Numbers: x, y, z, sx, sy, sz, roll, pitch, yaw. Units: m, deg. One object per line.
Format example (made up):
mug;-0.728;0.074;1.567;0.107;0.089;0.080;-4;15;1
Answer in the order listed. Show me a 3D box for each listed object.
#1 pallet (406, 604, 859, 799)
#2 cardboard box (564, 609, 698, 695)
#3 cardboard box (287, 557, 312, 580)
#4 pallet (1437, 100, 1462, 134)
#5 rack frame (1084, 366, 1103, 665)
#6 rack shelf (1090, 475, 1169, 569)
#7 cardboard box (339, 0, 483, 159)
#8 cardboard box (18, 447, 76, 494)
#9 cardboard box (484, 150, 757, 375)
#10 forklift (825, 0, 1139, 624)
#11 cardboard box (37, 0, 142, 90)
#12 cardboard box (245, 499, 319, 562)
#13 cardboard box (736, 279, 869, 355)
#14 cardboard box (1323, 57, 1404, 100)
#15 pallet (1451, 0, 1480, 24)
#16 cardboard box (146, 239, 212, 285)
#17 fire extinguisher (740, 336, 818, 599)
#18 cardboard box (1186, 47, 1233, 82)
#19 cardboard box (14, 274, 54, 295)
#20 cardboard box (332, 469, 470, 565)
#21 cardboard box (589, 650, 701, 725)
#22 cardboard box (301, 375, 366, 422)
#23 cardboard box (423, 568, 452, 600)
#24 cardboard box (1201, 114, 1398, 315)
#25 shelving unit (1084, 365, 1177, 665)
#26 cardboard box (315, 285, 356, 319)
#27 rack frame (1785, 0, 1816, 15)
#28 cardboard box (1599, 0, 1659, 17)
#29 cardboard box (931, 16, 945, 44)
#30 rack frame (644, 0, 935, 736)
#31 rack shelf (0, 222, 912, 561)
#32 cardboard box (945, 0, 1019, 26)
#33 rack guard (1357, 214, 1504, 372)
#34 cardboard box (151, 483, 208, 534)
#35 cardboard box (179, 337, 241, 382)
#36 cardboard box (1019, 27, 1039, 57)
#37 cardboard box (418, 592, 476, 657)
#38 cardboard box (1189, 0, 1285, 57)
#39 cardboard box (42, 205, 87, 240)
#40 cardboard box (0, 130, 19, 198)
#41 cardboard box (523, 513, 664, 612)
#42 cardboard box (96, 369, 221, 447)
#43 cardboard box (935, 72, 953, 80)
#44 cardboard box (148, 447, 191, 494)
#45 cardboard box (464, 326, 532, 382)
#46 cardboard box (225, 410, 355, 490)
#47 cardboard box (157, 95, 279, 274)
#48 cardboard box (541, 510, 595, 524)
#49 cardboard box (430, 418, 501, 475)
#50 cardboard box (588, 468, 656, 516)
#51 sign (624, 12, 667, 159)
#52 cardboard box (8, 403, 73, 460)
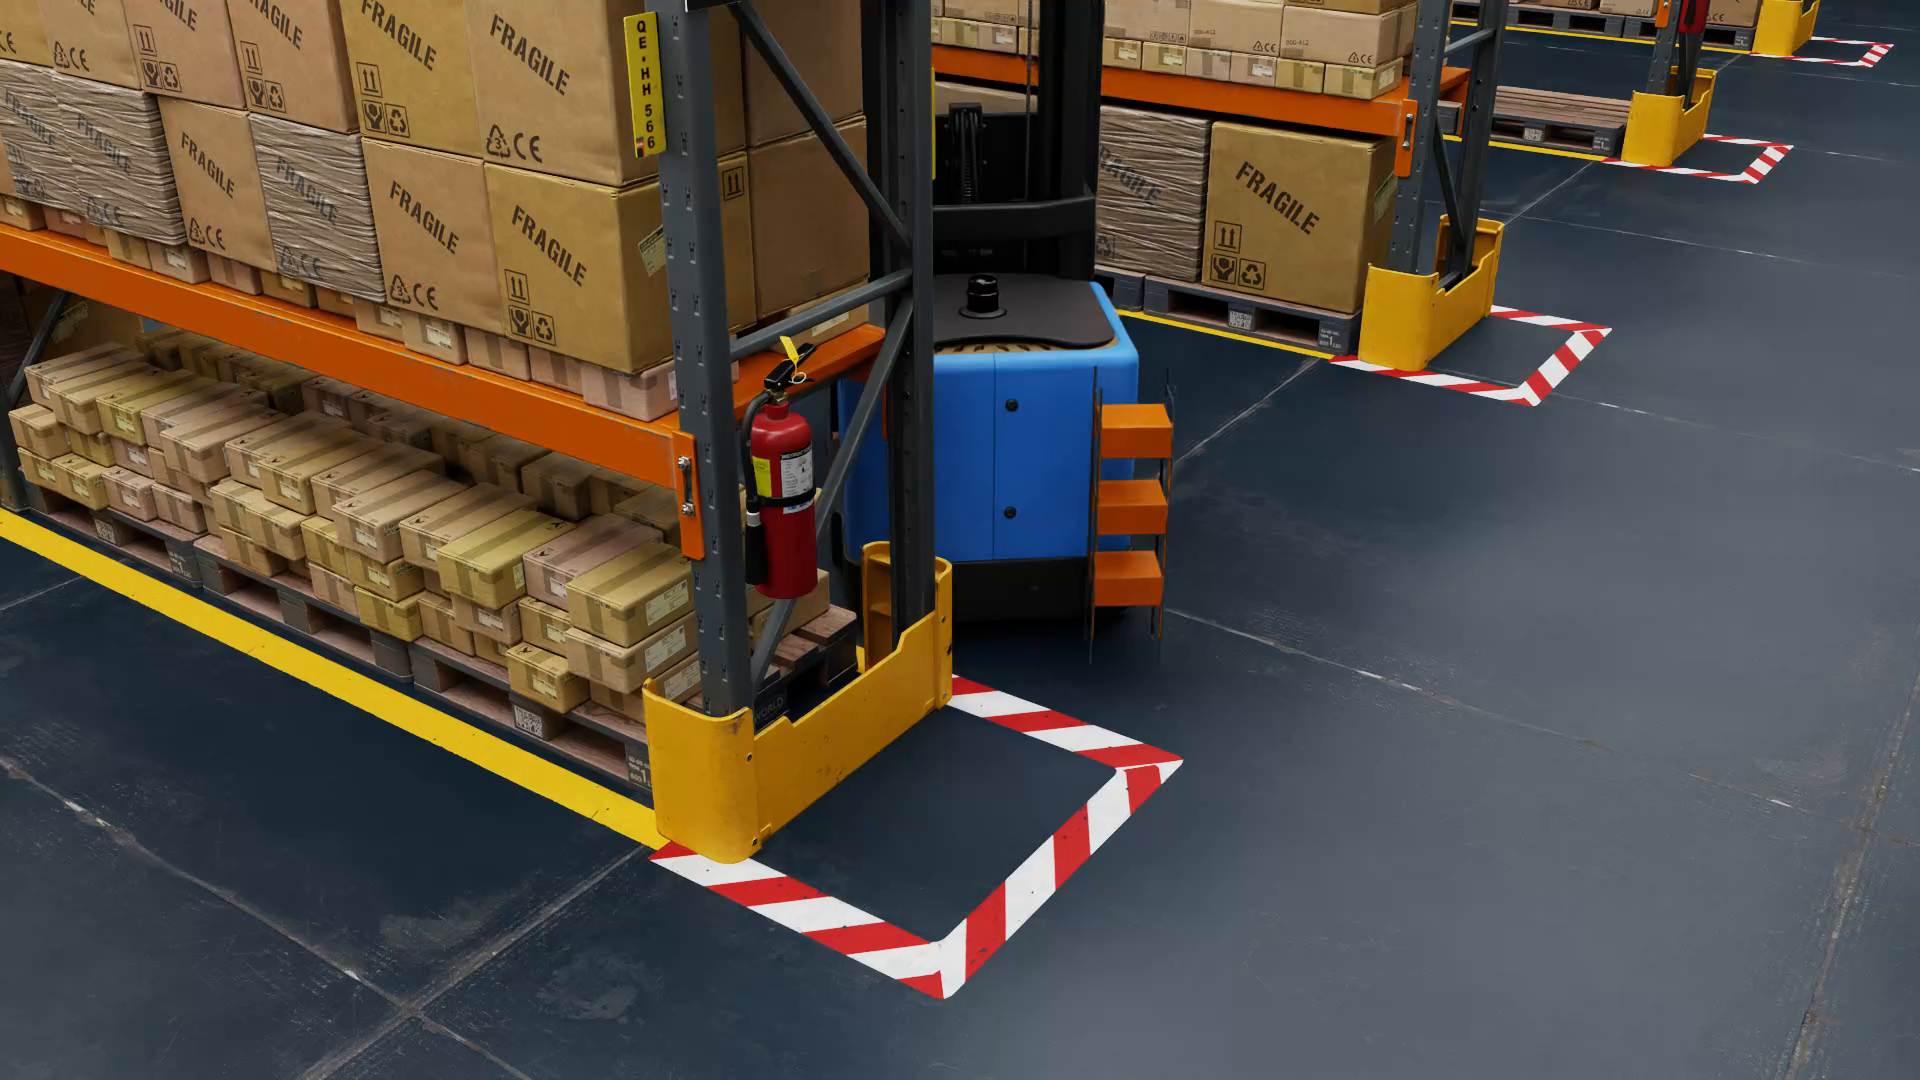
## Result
pallet;-1.123;0.385;5.762;1.213;0.211;1.003;17;32;30
cardboard box;-1.007;0.305;5.195;0.250;0.149;0.380;16;31;29
cardboard box;-2.237;0.010;6.104;0.250;0.149;0.380;18;32;32
pallet;3.626;-3.594;13.580;1.213;0.211;1.003;17;32;30
rack frame;0.457;-0.071;5.732;0.008;1.050;0.200;-1;27;-2
rack shelf;0.579;-0.064;5.741;0.240;0.259;0.215;-1;27;-2
cardboard box;-1.346;-1.394;4.642;0.500;0.500;0.500;16;31;29
cardboard box;-3.590;-0.347;6.805;0.250;0.149;0.380;16;31;28
cardboard box;-0.927;-0.813;4.602;0.500;0.500;0.500;18;32;31
forklift;-0.025;-1.634;6.730;1.130;2.935;3.031;-2;27;-5
cardboard box;-2.640;-1.791;5.422;0.500;0.500;0.500;18;32;31
cardboard box;-2.314;-0.089;5.970;0.250;0.149;0.380;18;32;31
cardboard box;-0.492;-0.711;5.116;0.250;0.149;0.380;17;32;30
cardboard box;2.001;-2.302;8.242;0.250;0.149;0.380;18;32;31
pallet;5.361;-5.755;17.827;1.213;0.211;1.003;17;32;30
cardboard box;-2.547;-1.017;5.718;0.250;0.149;0.380;19;33;32
fire extinguisher;-0.464;-0.179;4.291;0.183;0.674;0.296;17;32;30
cardboard box;1.373;-2.497;8.627;0.250;0.149;0.380;18;32;31
cardboard box;-4.167;-1.340;7.542;0.500;0.250;0.500;16;31;28
cardboard box;-1.881;-0.083;5.631;0.250;0.149;0.380;19;32;32
cardboard box;-0.963;0.409;5.319;0.250;0.149;0.380;18;32;31
cardboard box;-2.380;-0.589;6.624;0.250;0.149;0.380;16;31;28
cardboard box;-1.600;0.065;5.668;0.250;0.149;0.380;17;31;30
cardboard box;1.908;-1.820;8.899;0.875;0.875;0.875;17;32;30
shelving unit;0.579;-0.073;5.736;0.252;1.050;0.215;-1;27;-2
cardboard box;-1.851;-0.847;5.384;0.250;0.149;0.380;16;31;28
rack frame;8.093;-6.148;15.523;0.127;3.000;1.000;17;32;30
cardboard box;6.739;-5.421;16.642;0.500;0.250;0.500;17;32;30
cardboard box;-0.109;-2.958;9.533;0.250;0.149;0.380;16;31;29
rack frame;-0.411;-0.617;4.655;0.127;3.000;1.000;17;32;30
rack shelf;-2.059;-0.810;5.827;4.000;0.370;1.077;17;32;30
cardboard box;0.260;-3.059;9.291;0.500;0.250;0.500;18;32;32
rack guard;2.501;-1.325;8.803;0.348;0.500;1.175;17;32;30
cardboard box;-2.898;-0.188;6.492;0.250;0.149;0.380;17;31;29
cardboard box;-3.034;-0.781;7.002;0.250;0.149;0.380;18;32;31
cardboard box;0.525;-2.760;9.144;0.250;0.149;0.380;16;31;29
cardboard box;-1.612;0.223;5.686;0.250;0.149;0.380;18;32;31
cardboard box;1.513;-2.667;8.520;0.500;0.250;0.500;17;31;29
cardboard box;-3.155;-1.250;6.175;0.250;0.149;0.380;16;31;28
cardboard box;-3.442;-1.600;6.148;0.500;0.500;0.500;17;31;29
cardboard box;-1.165;0.074;5.321;0.250;0.149;0.380;18;32;31
cardboard box;-3.111;-0.520;6.490;0.250;0.149;0.380;17;31;30
cardboard box;-0.318;-2.513;10.261;0.875;0.875;0.875;17;32;30
cardboard box;-2.889;-0.330;6.443;0.250;0.149;0.380;16;31;28
cardboard box;-1.238;-0.620;4.937;0.250;0.149;0.380;17;32;30
cardboard box;-2.448;-0.327;6.110;0.250;0.149;0.380;16;31;28
cardboard box;-2.177;-1.206;5.374;0.500;0.500;0.500;19;33;33
cardboard box;-1.293;-0.124;6.039;0.250;0.149;0.380;18;32;32
cardboard box;-1.746;-0.391;6.235;0.250;0.149;0.380;18;32;31
cardboard box;-1.081;-0.199;5.857;0.250;0.149;0.380;17;32;30
sign;-0.741;-1.071;3.923;0.005;0.325;0.100;17;32;30
cardboard box;-3.590;-0.480;6.739;0.250;0.149;0.380;19;33;33
